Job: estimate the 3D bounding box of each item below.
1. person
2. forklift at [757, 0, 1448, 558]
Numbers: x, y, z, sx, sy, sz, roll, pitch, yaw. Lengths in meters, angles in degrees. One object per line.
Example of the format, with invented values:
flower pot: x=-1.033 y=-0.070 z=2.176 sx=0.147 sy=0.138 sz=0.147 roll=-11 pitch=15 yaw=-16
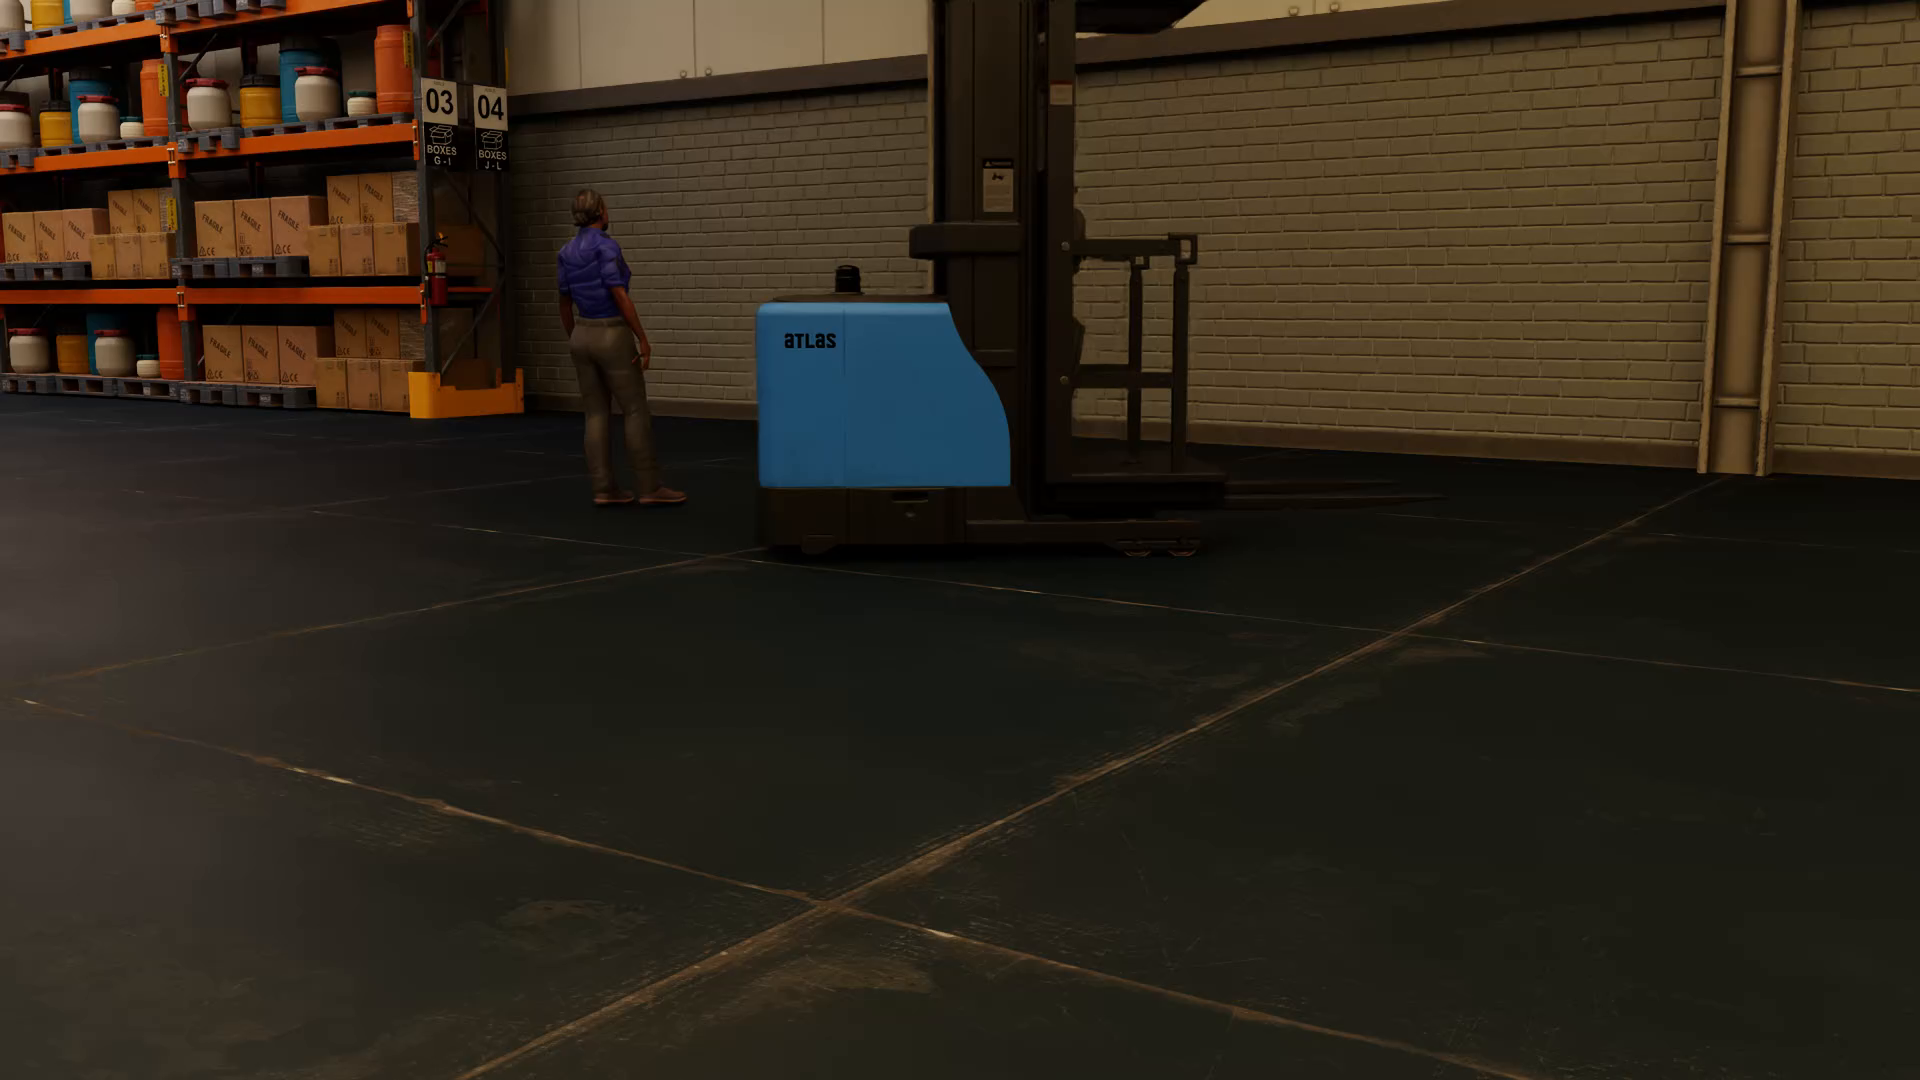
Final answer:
person: x=-1.822 y=-1.015 z=8.826 sx=0.563 sy=1.656 sz=0.505 roll=5 pitch=10 yaw=34
forklift: x=0.620 y=-1.448 z=7.373 sx=3.031 sy=2.935 sz=1.130 roll=-1 pitch=8 yaw=-5
